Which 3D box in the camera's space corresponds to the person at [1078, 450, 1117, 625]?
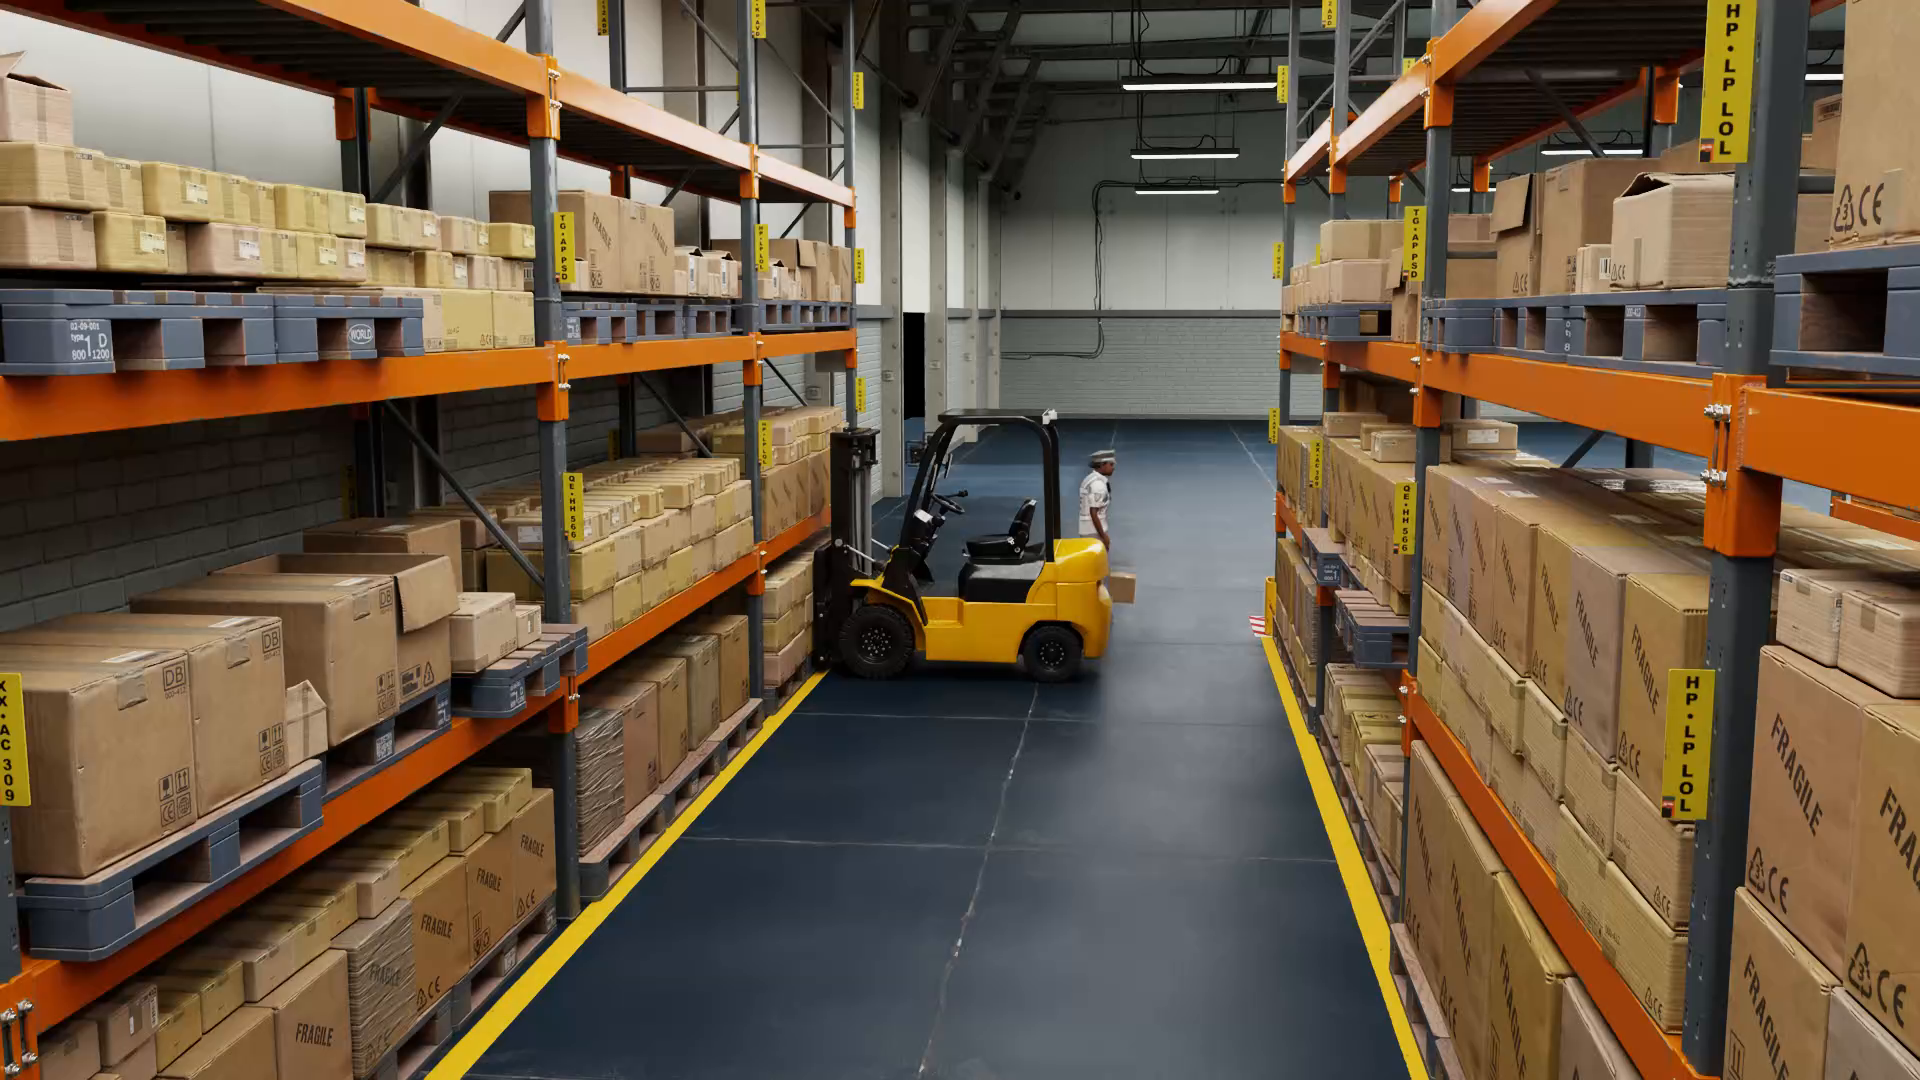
[{"bbox_3d":[1.322,-0.039,16.067,0.374,1.665,0.498,1,8,5],"label":"person"}]
